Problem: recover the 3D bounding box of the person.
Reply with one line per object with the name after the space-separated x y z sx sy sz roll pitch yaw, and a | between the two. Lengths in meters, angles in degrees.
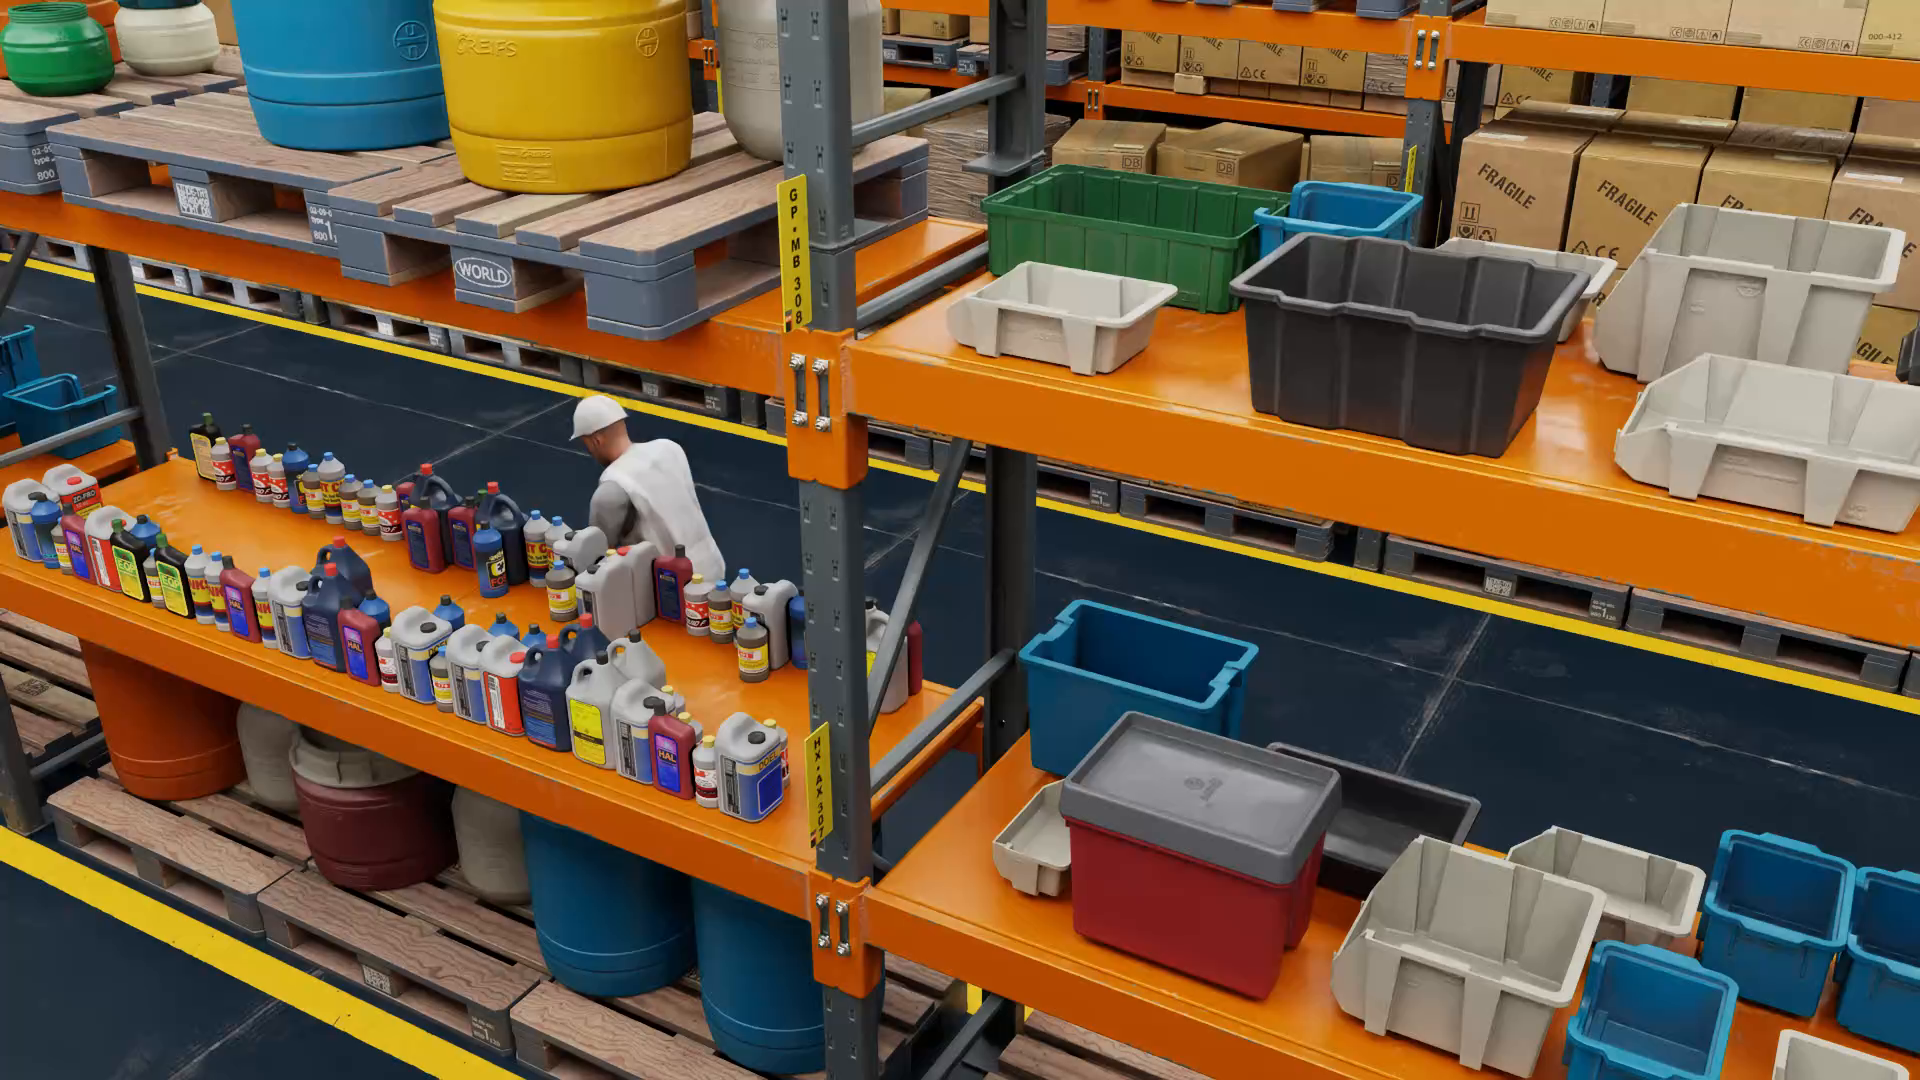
-1.297 0.195 6.881 0.602 1.625 0.568 15 30 27 | person
